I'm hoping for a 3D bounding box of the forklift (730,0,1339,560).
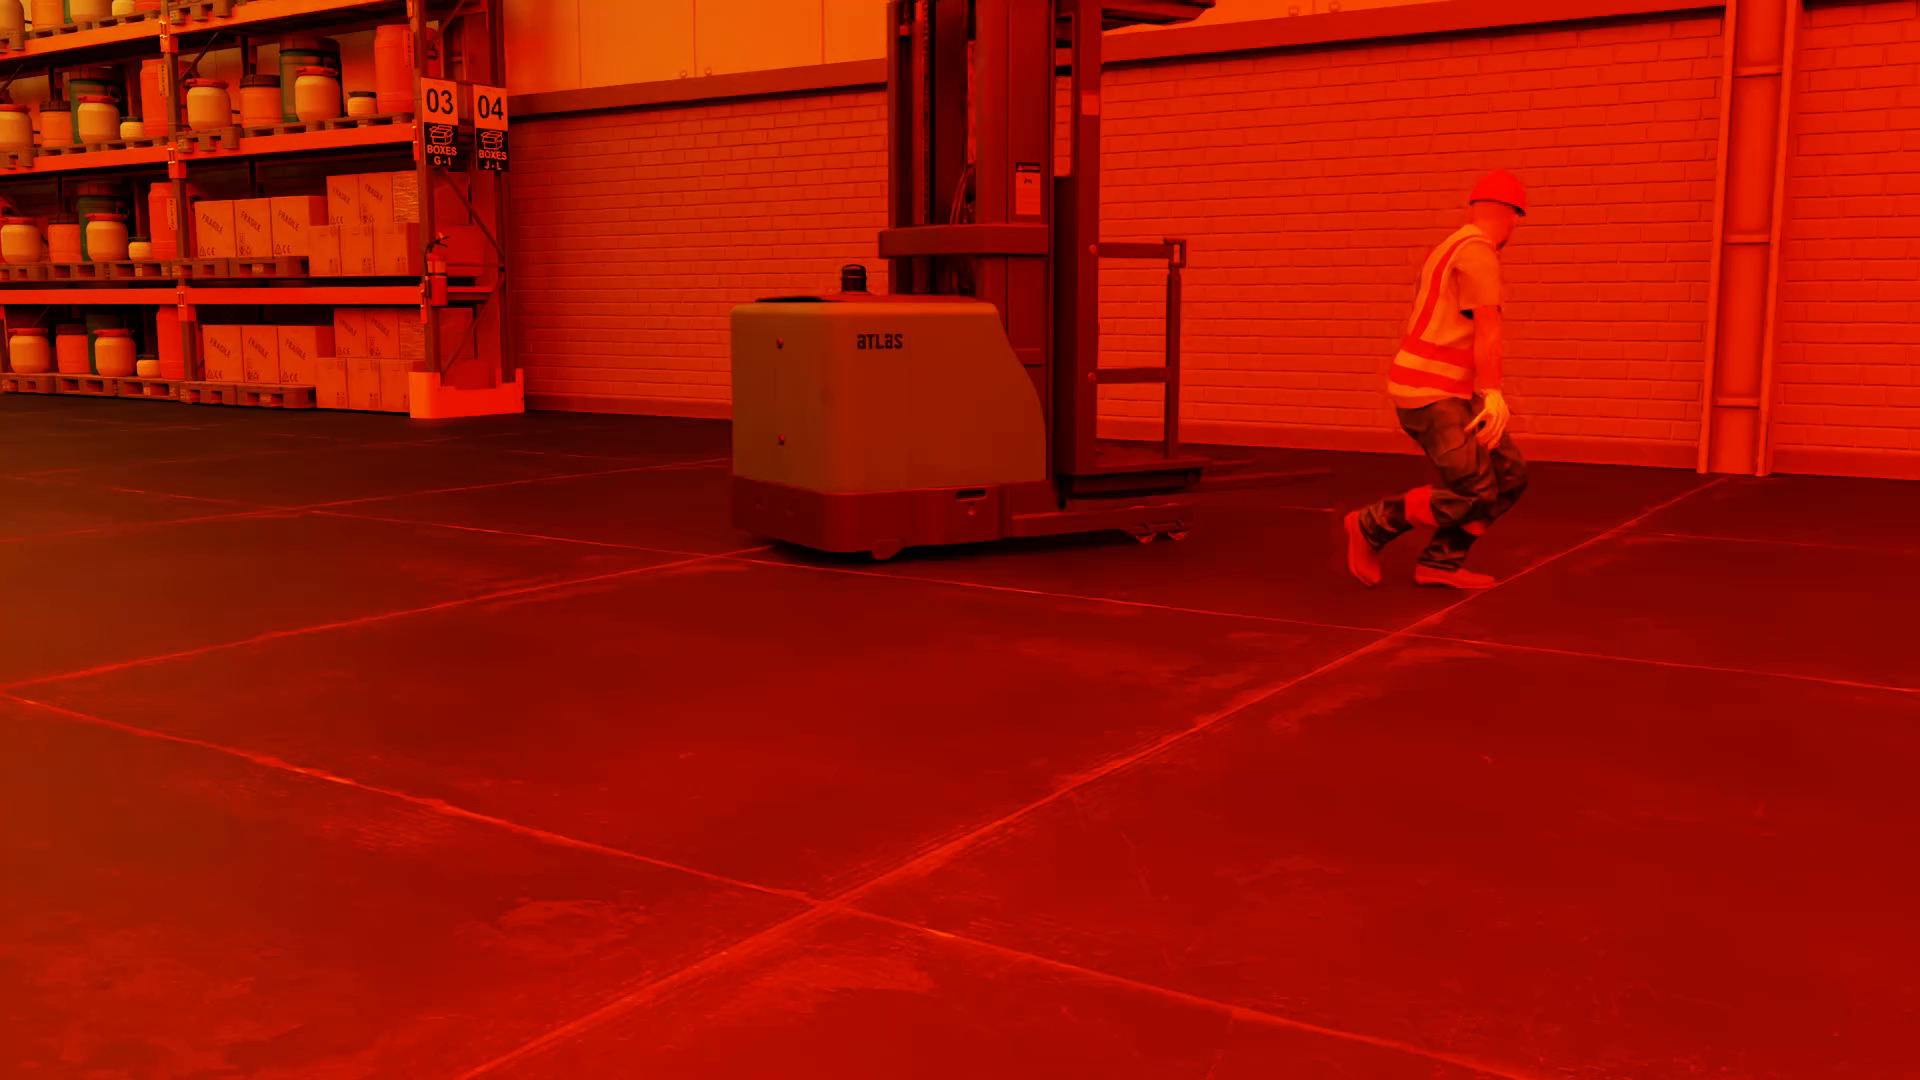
[{"bbox_3d":[0.477,-1.501,7.747,3.031,2.935,1.130,-5,10,-33],"label":"forklift"}]

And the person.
[{"bbox_3d":[1.786,-0.580,6.195,0.657,1.567,0.852,3,9,19],"label":"person"}]
